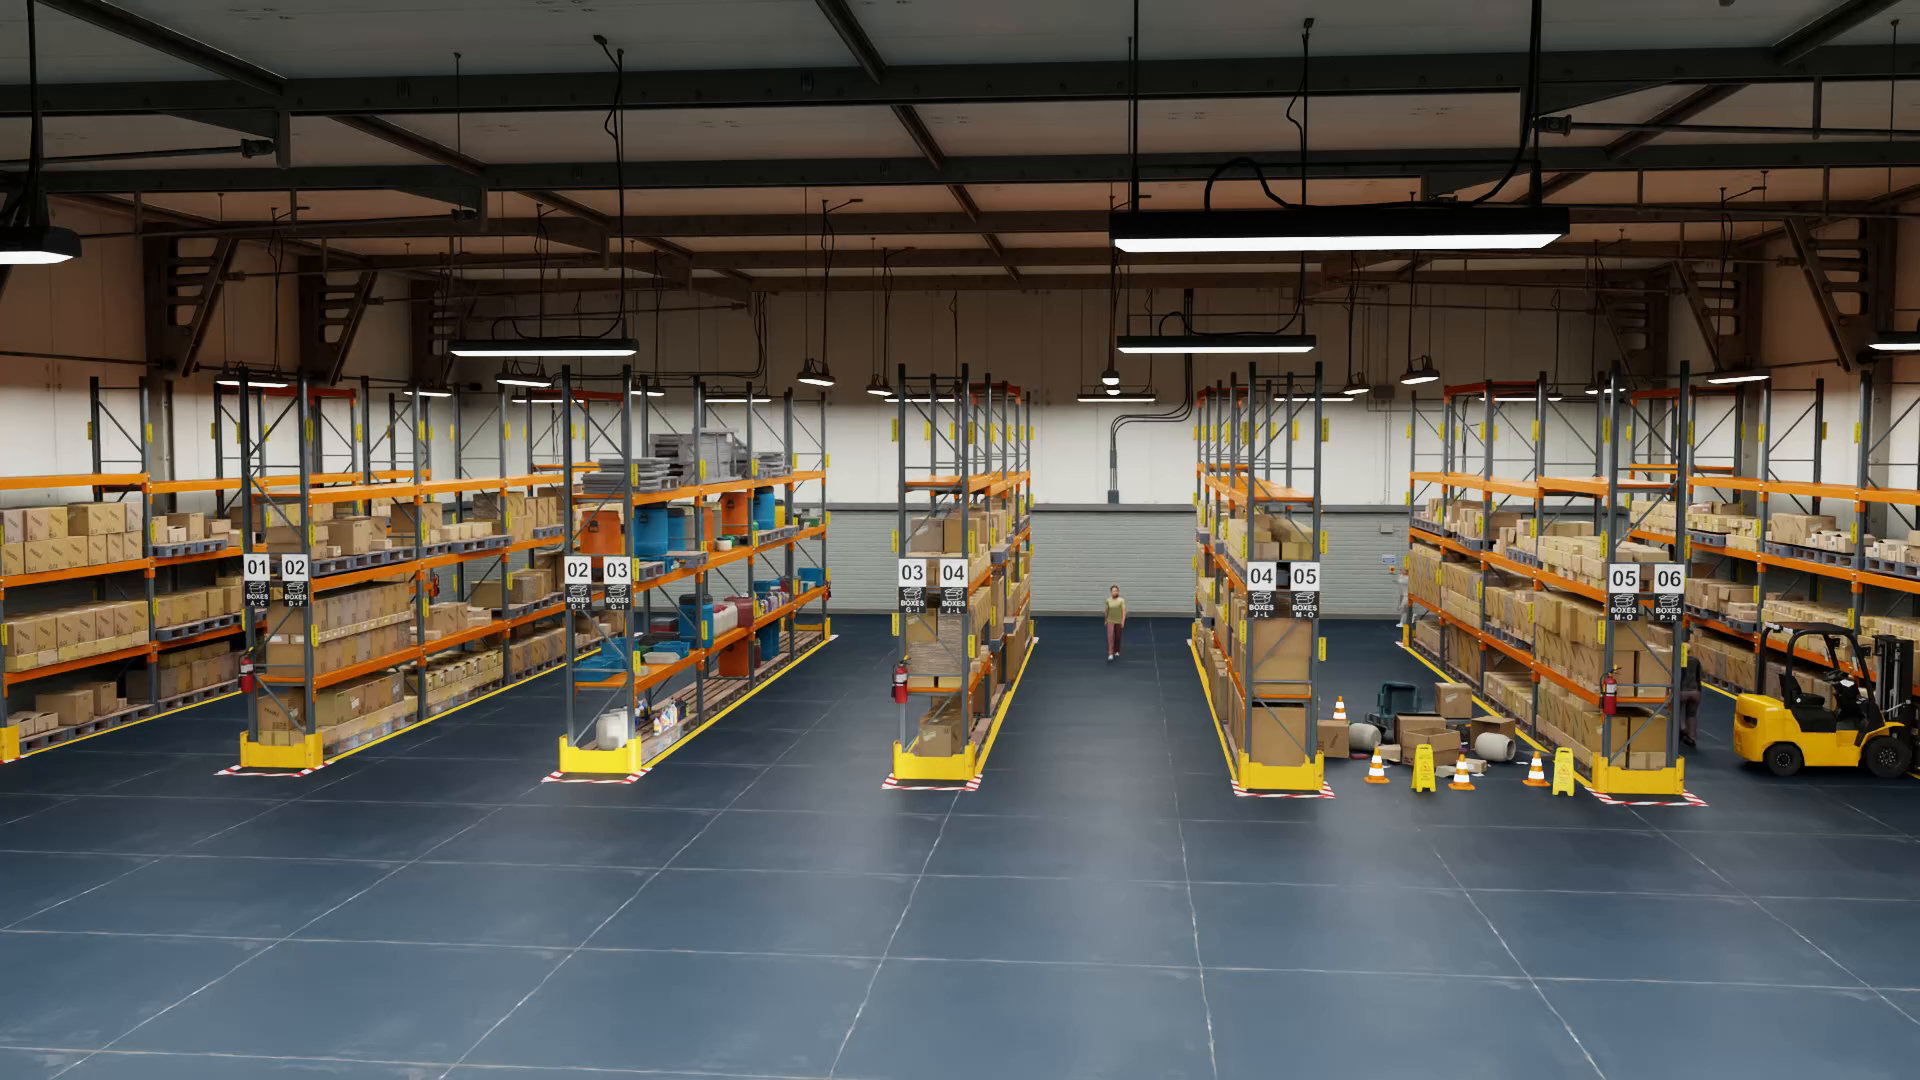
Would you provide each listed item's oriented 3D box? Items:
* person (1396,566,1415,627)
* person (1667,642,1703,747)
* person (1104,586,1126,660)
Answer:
[{"bbox_3d":[11.511,1.442,42.905,0.659,1.577,0.426,-2,4,-23],"label":"person"},{"bbox_3d":[11.721,2.476,26.868,0.585,1.616,0.739,0,4,7],"label":"person"},{"bbox_3d":[3.440,1.814,36.733,0.460,1.596,1.068,0,4,0],"label":"person"}]
